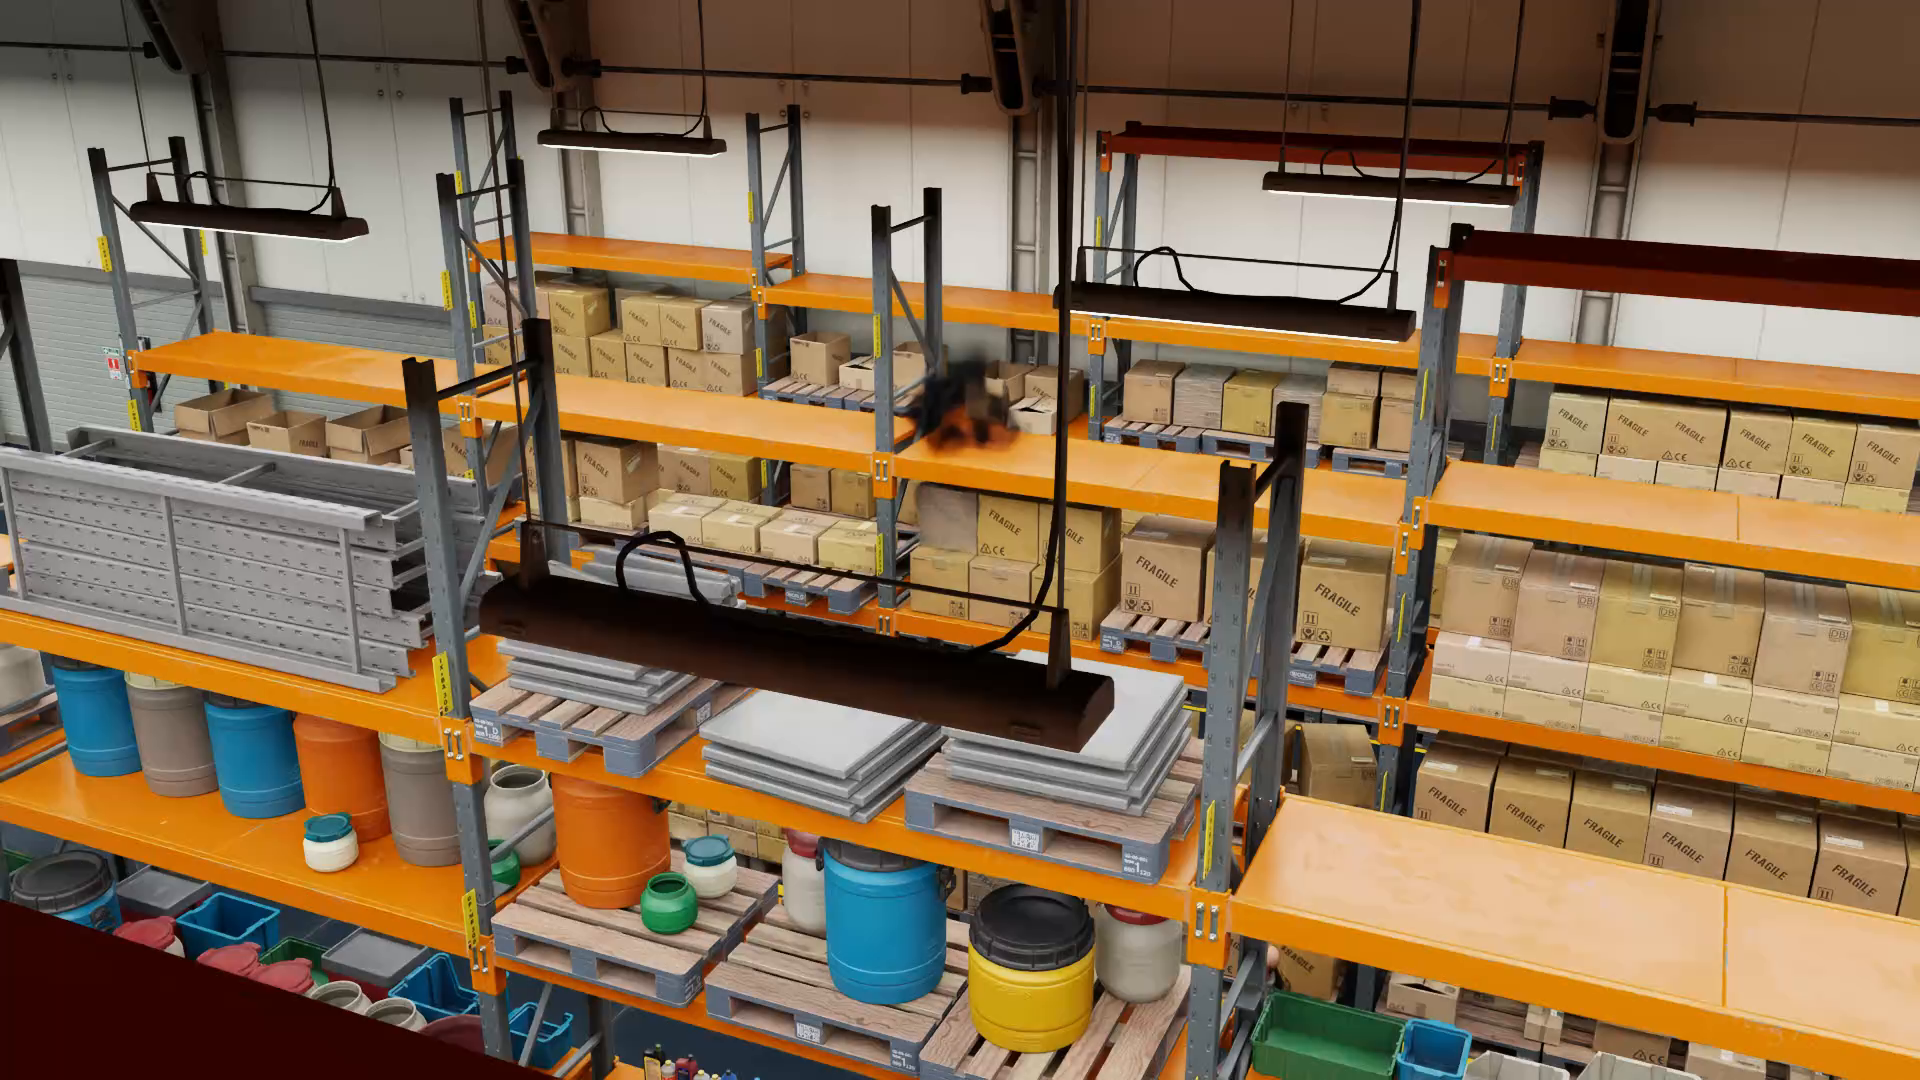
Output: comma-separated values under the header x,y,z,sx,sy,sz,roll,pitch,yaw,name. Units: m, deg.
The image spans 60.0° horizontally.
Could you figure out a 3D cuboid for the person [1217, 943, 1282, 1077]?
x,y,z,sx,sy,sz,roll,pitch,yaw,name
1.921,3.440,11.089,0.694,1.725,0.628,7,22,18,person
